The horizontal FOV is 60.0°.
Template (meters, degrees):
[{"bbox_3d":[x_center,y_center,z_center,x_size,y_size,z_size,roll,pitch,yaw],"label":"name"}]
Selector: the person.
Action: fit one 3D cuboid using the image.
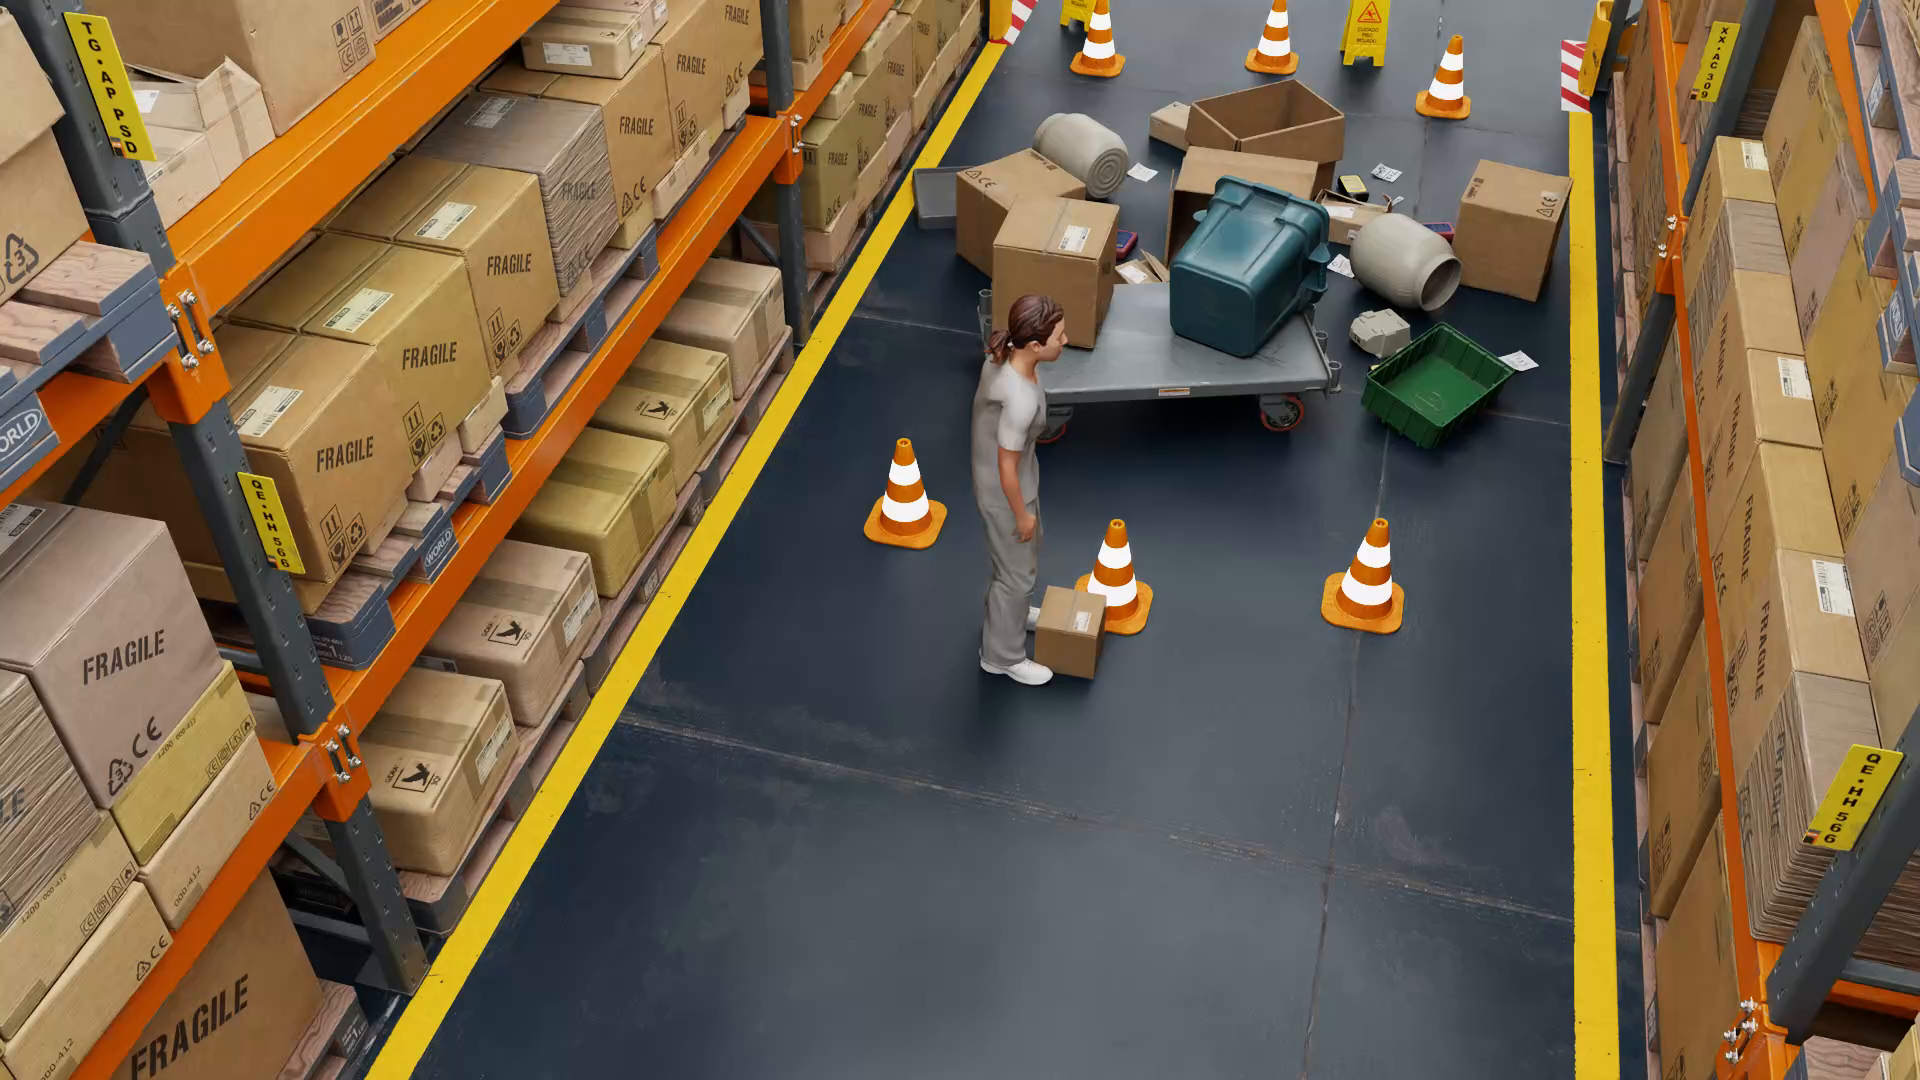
[{"bbox_3d":[0.222,-0.205,6.394,0.365,1.671,0.514,2,41,2],"label":"person"}]
